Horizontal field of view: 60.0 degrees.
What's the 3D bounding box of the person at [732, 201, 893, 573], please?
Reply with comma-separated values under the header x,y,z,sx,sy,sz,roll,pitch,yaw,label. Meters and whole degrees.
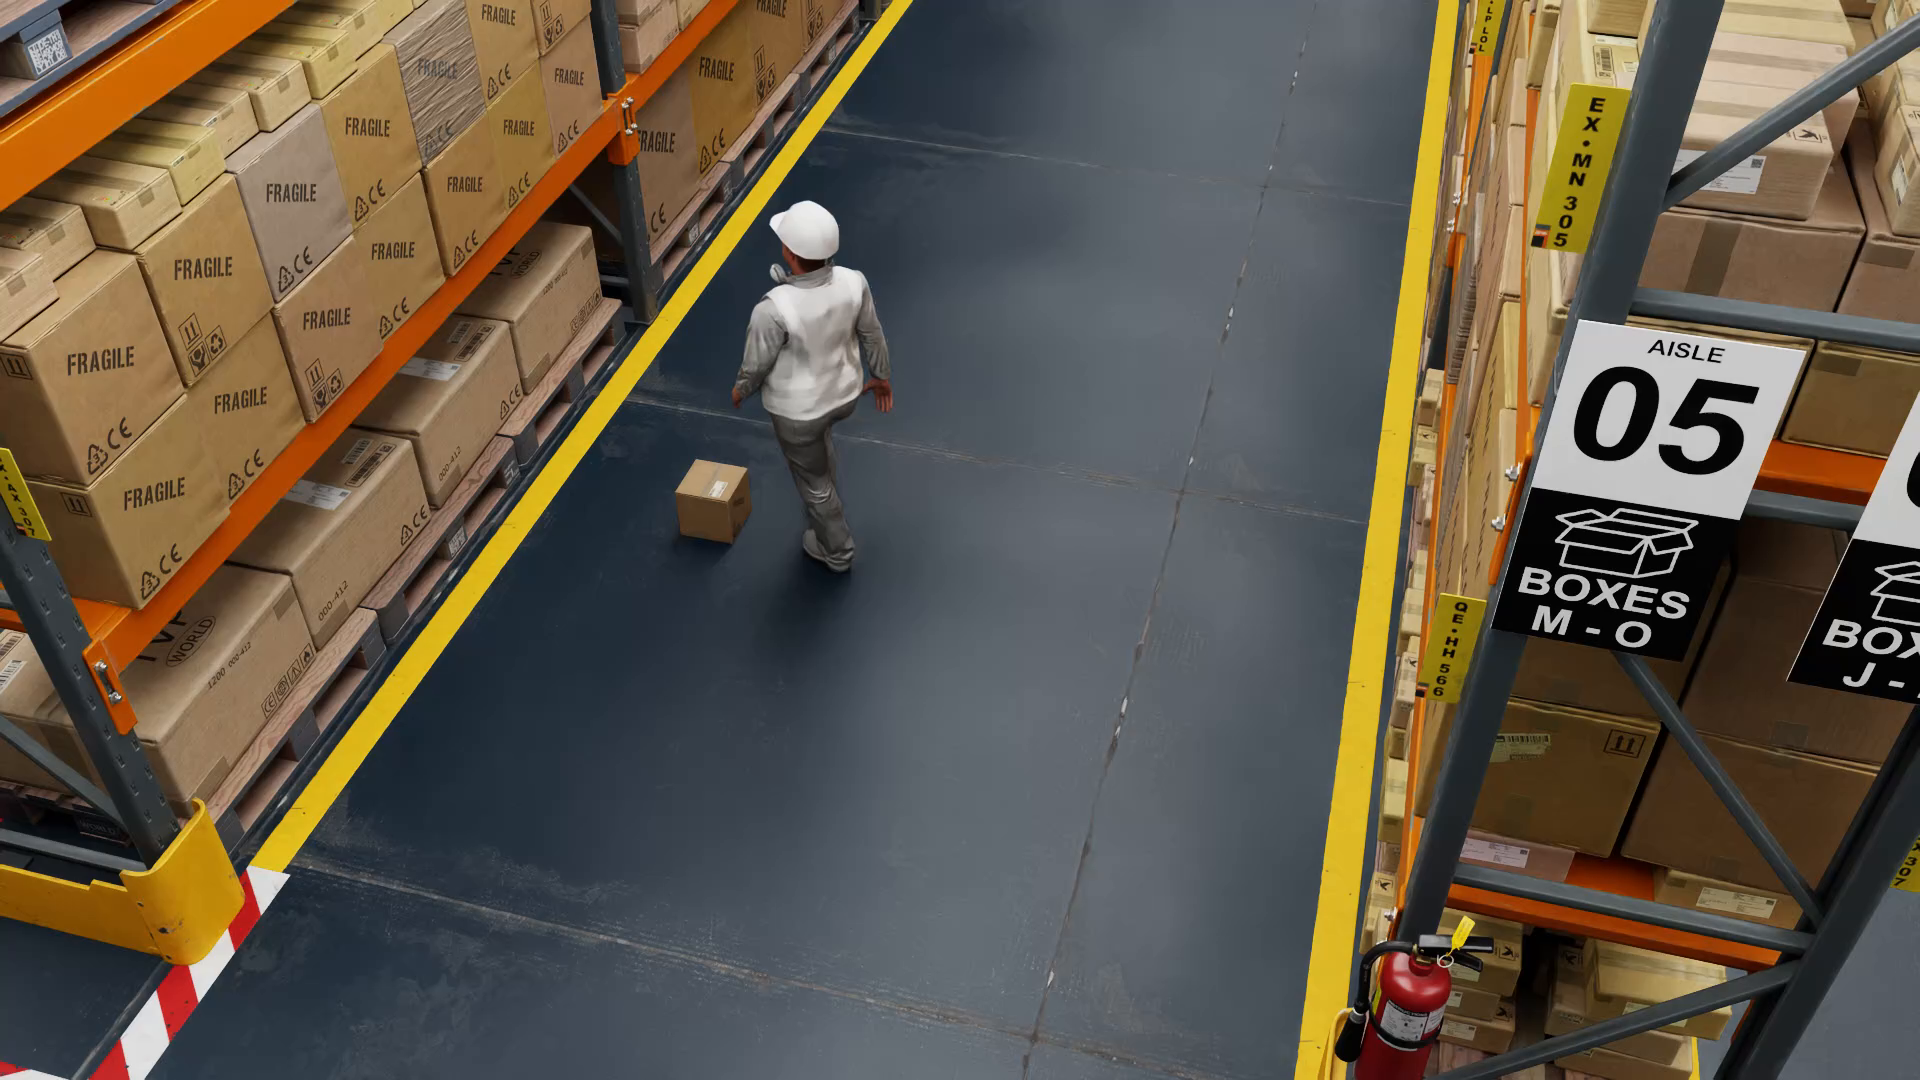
x,y,z,sx,sy,sz,roll,pitch,yaw,label
-0.653,-0.618,6.881,0.631,1.817,0.524,-32,50,-31,person
